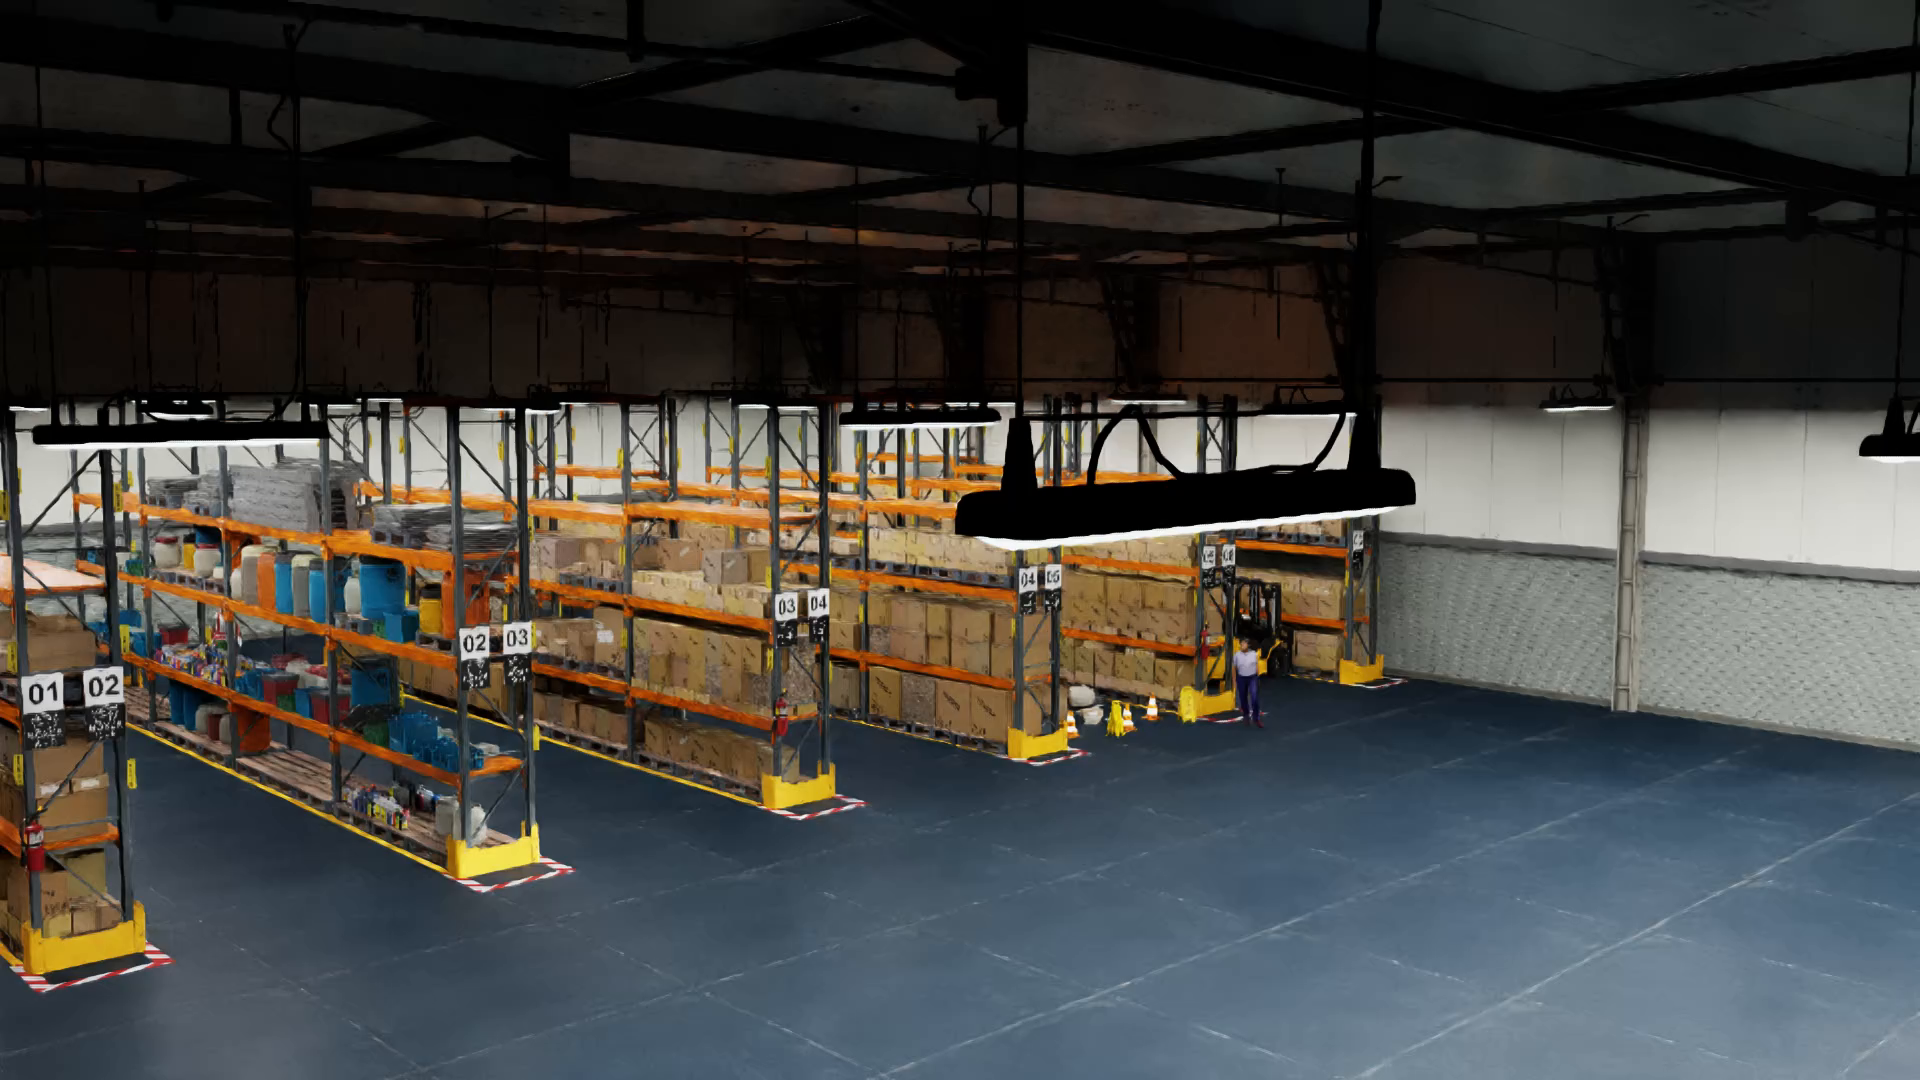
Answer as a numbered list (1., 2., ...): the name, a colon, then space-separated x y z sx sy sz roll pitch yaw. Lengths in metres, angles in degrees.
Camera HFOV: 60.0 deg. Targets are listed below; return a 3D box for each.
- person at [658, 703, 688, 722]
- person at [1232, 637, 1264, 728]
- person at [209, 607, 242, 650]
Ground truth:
1. person: -5.203 2.666 29.975 0.417 1.517 1.037 -5 7 -41
2. person: 5.262 2.581 30.359 0.604 1.645 0.477 1 6 9
3. person: -15.414 2.091 34.927 0.565 1.736 1.043 -5 8 -44
